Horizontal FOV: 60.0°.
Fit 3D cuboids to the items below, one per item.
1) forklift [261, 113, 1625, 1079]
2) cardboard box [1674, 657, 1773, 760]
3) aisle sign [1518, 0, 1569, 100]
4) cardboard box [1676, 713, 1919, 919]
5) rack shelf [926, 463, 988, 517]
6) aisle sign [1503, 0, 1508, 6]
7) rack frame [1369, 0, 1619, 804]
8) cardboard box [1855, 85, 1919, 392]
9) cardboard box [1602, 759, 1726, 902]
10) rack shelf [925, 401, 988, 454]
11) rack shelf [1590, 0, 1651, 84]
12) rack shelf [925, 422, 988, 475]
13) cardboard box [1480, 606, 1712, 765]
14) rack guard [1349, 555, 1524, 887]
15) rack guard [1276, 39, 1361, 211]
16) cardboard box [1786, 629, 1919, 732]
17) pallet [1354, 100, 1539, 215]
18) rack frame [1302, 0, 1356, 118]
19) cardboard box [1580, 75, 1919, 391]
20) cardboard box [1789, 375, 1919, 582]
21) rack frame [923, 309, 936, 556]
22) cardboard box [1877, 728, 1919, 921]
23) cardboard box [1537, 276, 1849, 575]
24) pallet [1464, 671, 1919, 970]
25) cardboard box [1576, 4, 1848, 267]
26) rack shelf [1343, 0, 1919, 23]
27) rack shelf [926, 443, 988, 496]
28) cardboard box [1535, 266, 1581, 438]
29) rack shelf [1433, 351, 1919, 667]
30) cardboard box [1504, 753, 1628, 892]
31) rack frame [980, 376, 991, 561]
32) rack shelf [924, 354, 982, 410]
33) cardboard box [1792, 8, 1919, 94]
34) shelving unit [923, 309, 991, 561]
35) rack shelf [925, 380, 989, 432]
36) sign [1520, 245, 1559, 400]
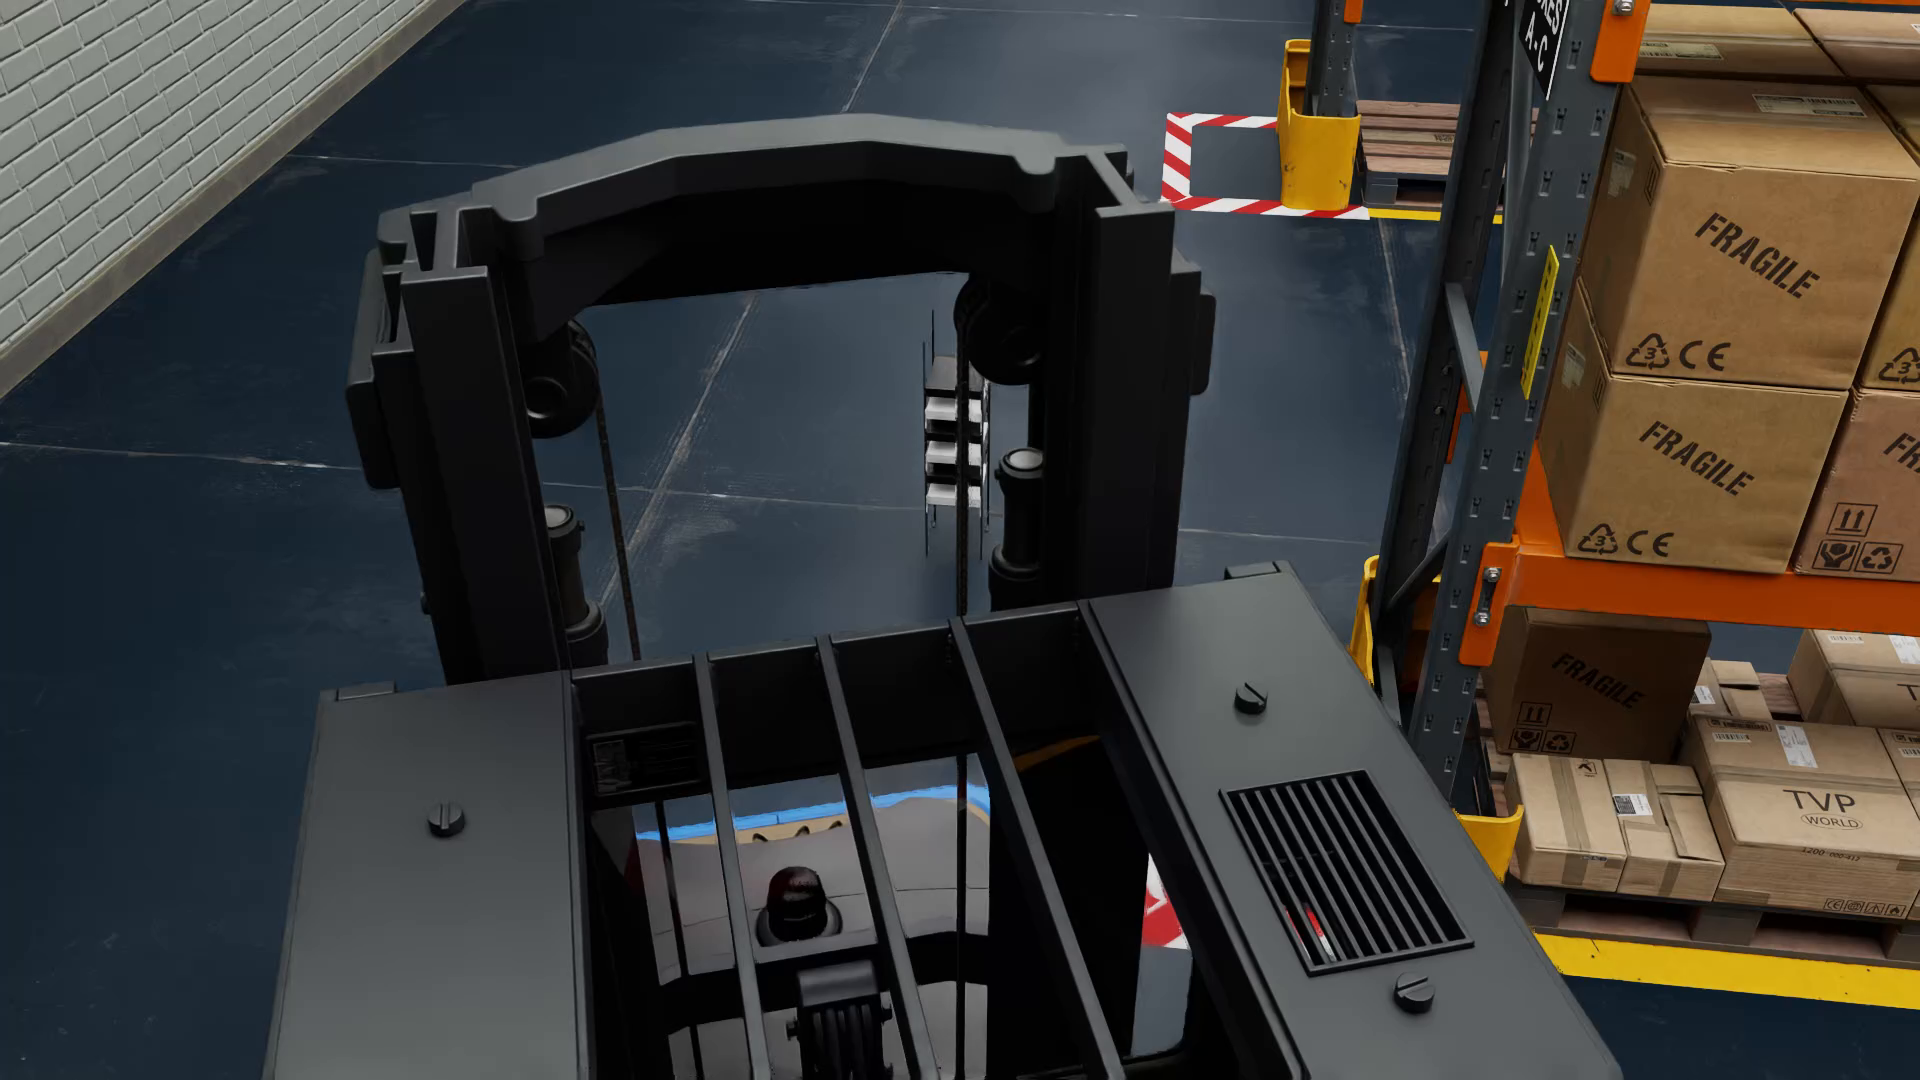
[{"bbox_3d":[-0.078,1.098,2.188,1.130,2.935,3.031,-7,36,-10],"label":"forklift"},{"bbox_3d":[2.274,0.528,4.988,0.250,0.166,0.380,4,36,6],"label":"cardboard box"},{"bbox_3d":[1.208,-1.320,3.280,0.004,0.787,0.394,4,36,6],"label":"aisle sign"},{"bbox_3d":[2.312,0.755,4.599,0.500,0.250,0.500,4,36,6],"label":"cardboard box"},{"bbox_3d":[-0.008,-0.193,6.113,0.200,0.077,0.258,4,36,6],"label":"rack shelf"},{"bbox_3d":[1.284,-1.666,3.764,0.004,0.787,0.394,4,36,6],"label":"aisle sign"},{"bbox_3d":[1.313,-0.426,4.265,0.127,3.000,1.000,4,36,6],"label":"rack frame"},{"bbox_3d":[2.239,-0.655,3.639,0.500,0.500,0.500,5,36,6],"label":"cardboard box"},{"bbox_3d":[1.932,0.796,4.613,0.250,0.166,0.380,4,36,6],"label":"cardboard box"},{"bbox_3d":[-0.008,-0.413,5.957,0.200,0.077,0.258,4,36,6],"label":"rack shelf"},{"bbox_3d":[3.297,-1.206,3.395,4.000,0.370,1.077,4,36,6],"label":"rack shelf"},{"bbox_3d":[-0.008,-0.340,6.009,0.200,0.077,0.258,4,36,6],"label":"rack shelf"},{"bbox_3d":[1.884,0.311,5.006,0.500,0.500,0.500,4,36,6],"label":"cardboard box"},{"bbox_3d":[1.388,0.597,4.983,0.348,0.500,1.175,4,36,6],"label":"rack guard"},{"bbox_3d":[1.922,-2.257,8.982,0.348,0.500,1.175,4,36,6],"label":"rack guard"},{"bbox_3d":[2.822,0.500,4.956,0.500,0.250,0.500,4,36,6],"label":"cardboard box"},{"bbox_3d":[2.761,-2.062,8.957,1.213,0.211,1.003,4,36,6],"label":"pallet"},{"bbox_3d":[1.947,-3.280,8.264,0.127,3.000,1.000,4,36,6],"label":"rack frame"},{"bbox_3d":[1.719,-0.689,3.687,0.500,0.500,0.500,5,36,7],"label":"cardboard box"},{"bbox_3d":[2.232,-0.247,3.928,0.500,0.500,0.500,4,36,5],"label":"cardboard box"},{"bbox_3d":[-0.109,-0.374,6.000,0.006,0.900,0.240,4,36,6],"label":"rack frame"},{"bbox_3d":[2.808,0.792,4.547,0.500,0.250,0.500,4,36,6],"label":"cardboard box"},{"bbox_3d":[1.719,-0.282,3.977,0.500,0.500,0.500,5,36,7],"label":"cardboard box"},{"bbox_3d":[2.179,0.773,4.985,1.213,0.211,1.003,4,36,6],"label":"pallet"},{"bbox_3d":[1.789,-0.999,4.121,0.500,0.500,0.500,4,36,6],"label":"cardboard box"},{"bbox_3d":[3.931,-2.839,8.265,4.000,0.370,1.077,4,36,6],"label":"rack shelf"},{"bbox_3d":[-0.008,-0.267,6.061,0.200,0.077,0.258,4,36,6],"label":"rack shelf"},{"bbox_3d":[1.792,-0.591,4.409,0.500,0.500,0.500,5,36,7],"label":"cardboard box"},{"bbox_3d":[3.297,0.015,4.267,4.000,0.370,1.077,4,36,6],"label":"rack shelf"},{"bbox_3d":[1.684,0.784,4.644,0.250,0.149,0.380,4,36,6],"label":"cardboard box"},{"bbox_3d":[0.093,-0.359,5.979,0.006,0.900,0.240,4,36,6],"label":"rack frame"},{"bbox_3d":[-0.008,-0.560,5.852,0.200,0.077,0.258,4,36,6],"label":"rack shelf"},{"bbox_3d":[2.291,-0.962,4.070,0.500,0.500,0.500,5,36,7],"label":"cardboard box"},{"bbox_3d":[-0.008,-0.367,5.989,0.210,0.900,0.258,4,36,6],"label":"shelving unit"},{"bbox_3d":[-0.008,-0.486,5.904,0.200,0.077,0.258,4,36,6],"label":"rack shelf"},{"bbox_3d":[1.244,-0.466,3.575,0.005,0.325,0.100,4,36,6],"label":"sign"}]
